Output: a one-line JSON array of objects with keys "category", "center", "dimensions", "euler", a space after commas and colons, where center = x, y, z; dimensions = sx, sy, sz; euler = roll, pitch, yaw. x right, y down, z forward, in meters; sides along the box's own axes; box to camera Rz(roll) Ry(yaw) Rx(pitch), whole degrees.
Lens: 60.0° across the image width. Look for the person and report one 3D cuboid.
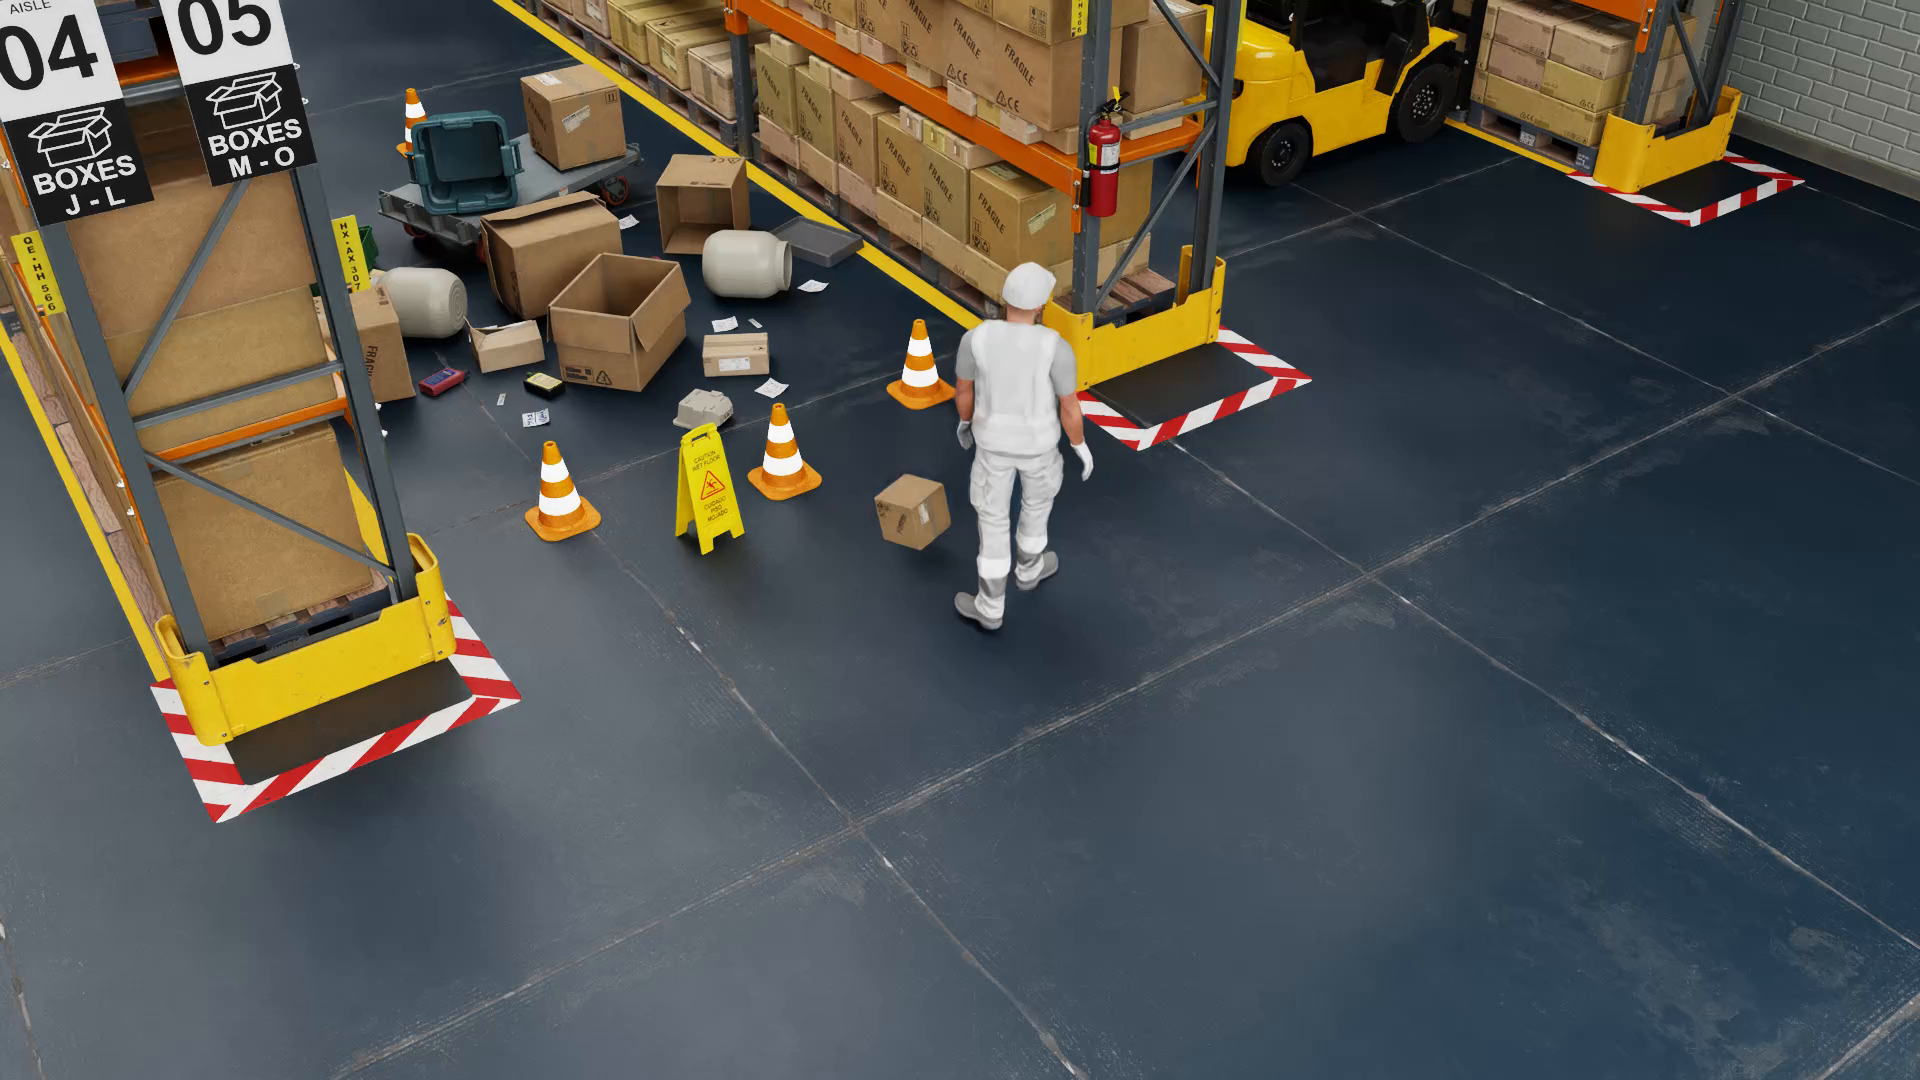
[{"category": "person", "center": [0.290, -0.446, 7.599], "dimensions": [0.647, 1.784, 0.643], "euler": [5, 36, 7]}]
